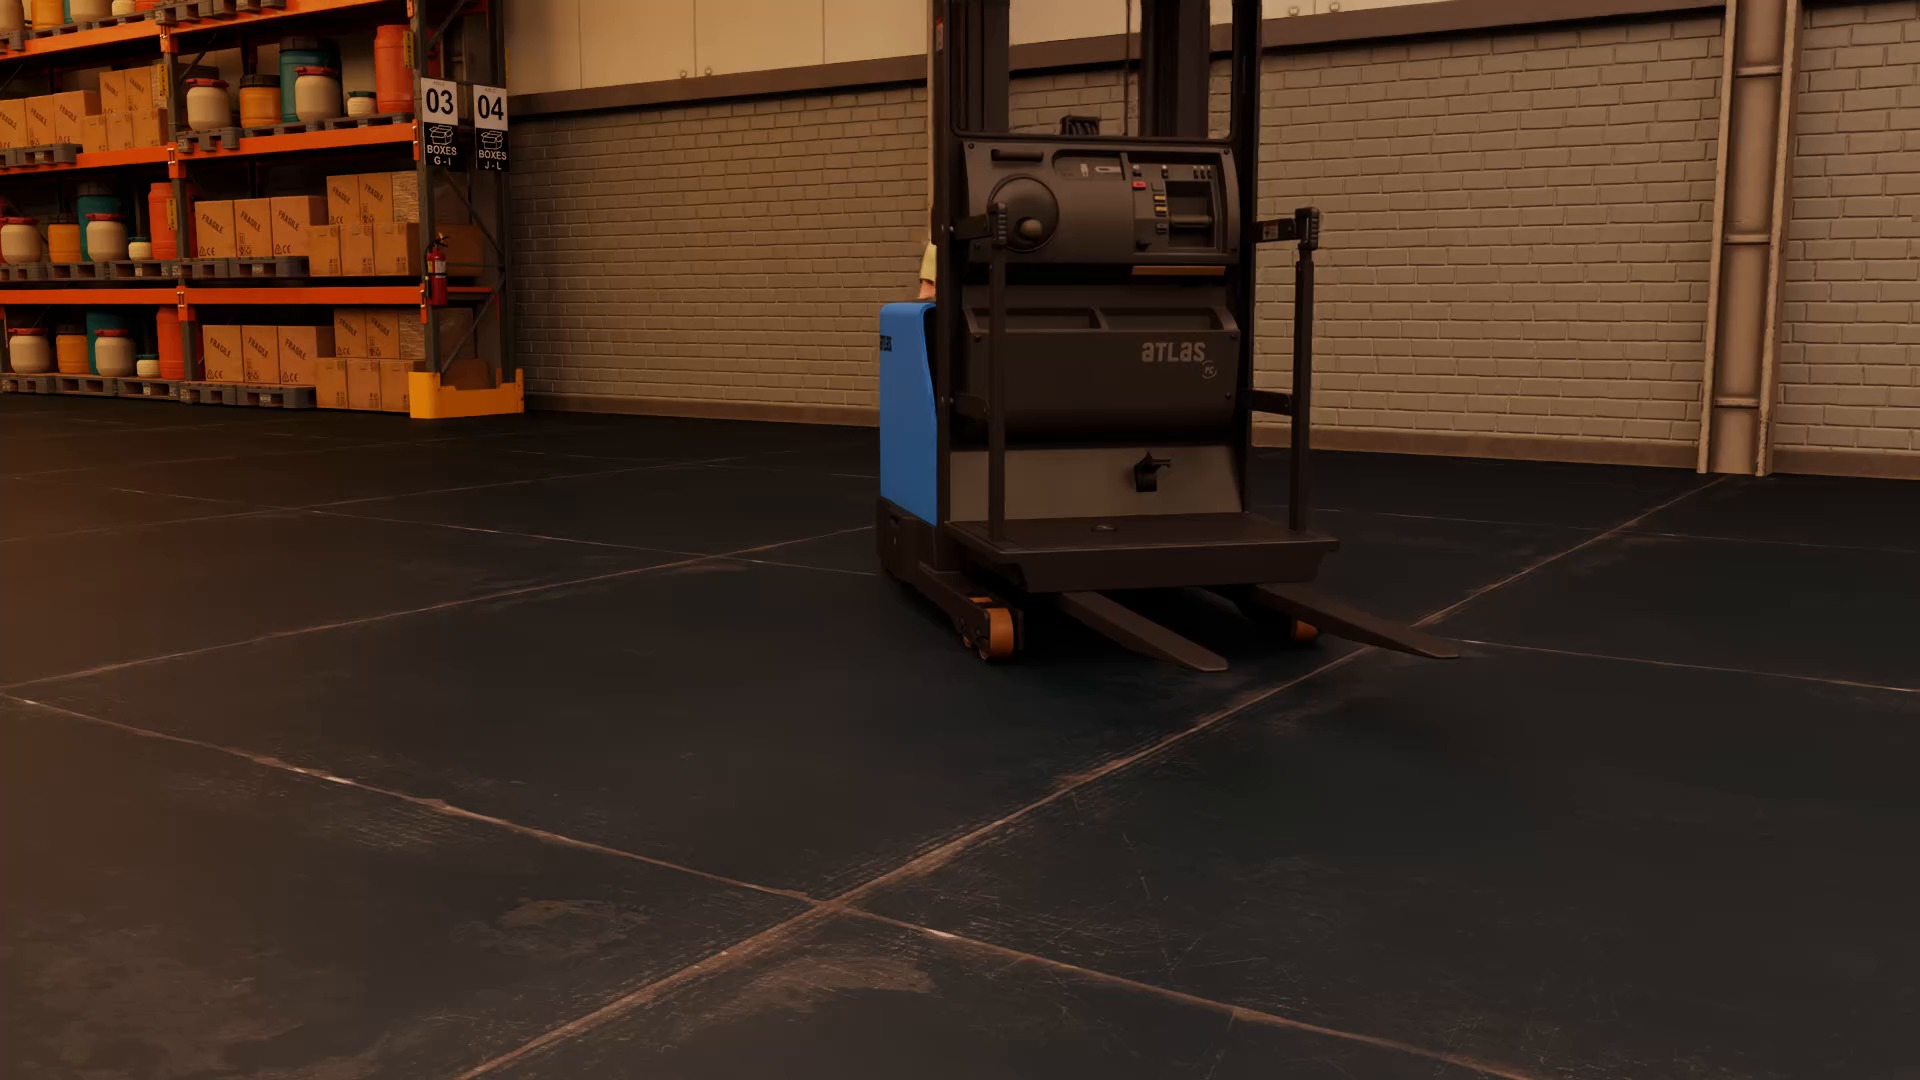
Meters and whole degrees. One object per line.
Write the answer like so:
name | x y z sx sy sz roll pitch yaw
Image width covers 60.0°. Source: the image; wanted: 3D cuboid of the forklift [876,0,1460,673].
forklift | 0.523 -1.144 5.239 1.130 2.935 3.031 -2 8 -14

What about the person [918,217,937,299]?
person | 0.102 -0.811 7.442 0.552 1.665 0.585 6 10 36
